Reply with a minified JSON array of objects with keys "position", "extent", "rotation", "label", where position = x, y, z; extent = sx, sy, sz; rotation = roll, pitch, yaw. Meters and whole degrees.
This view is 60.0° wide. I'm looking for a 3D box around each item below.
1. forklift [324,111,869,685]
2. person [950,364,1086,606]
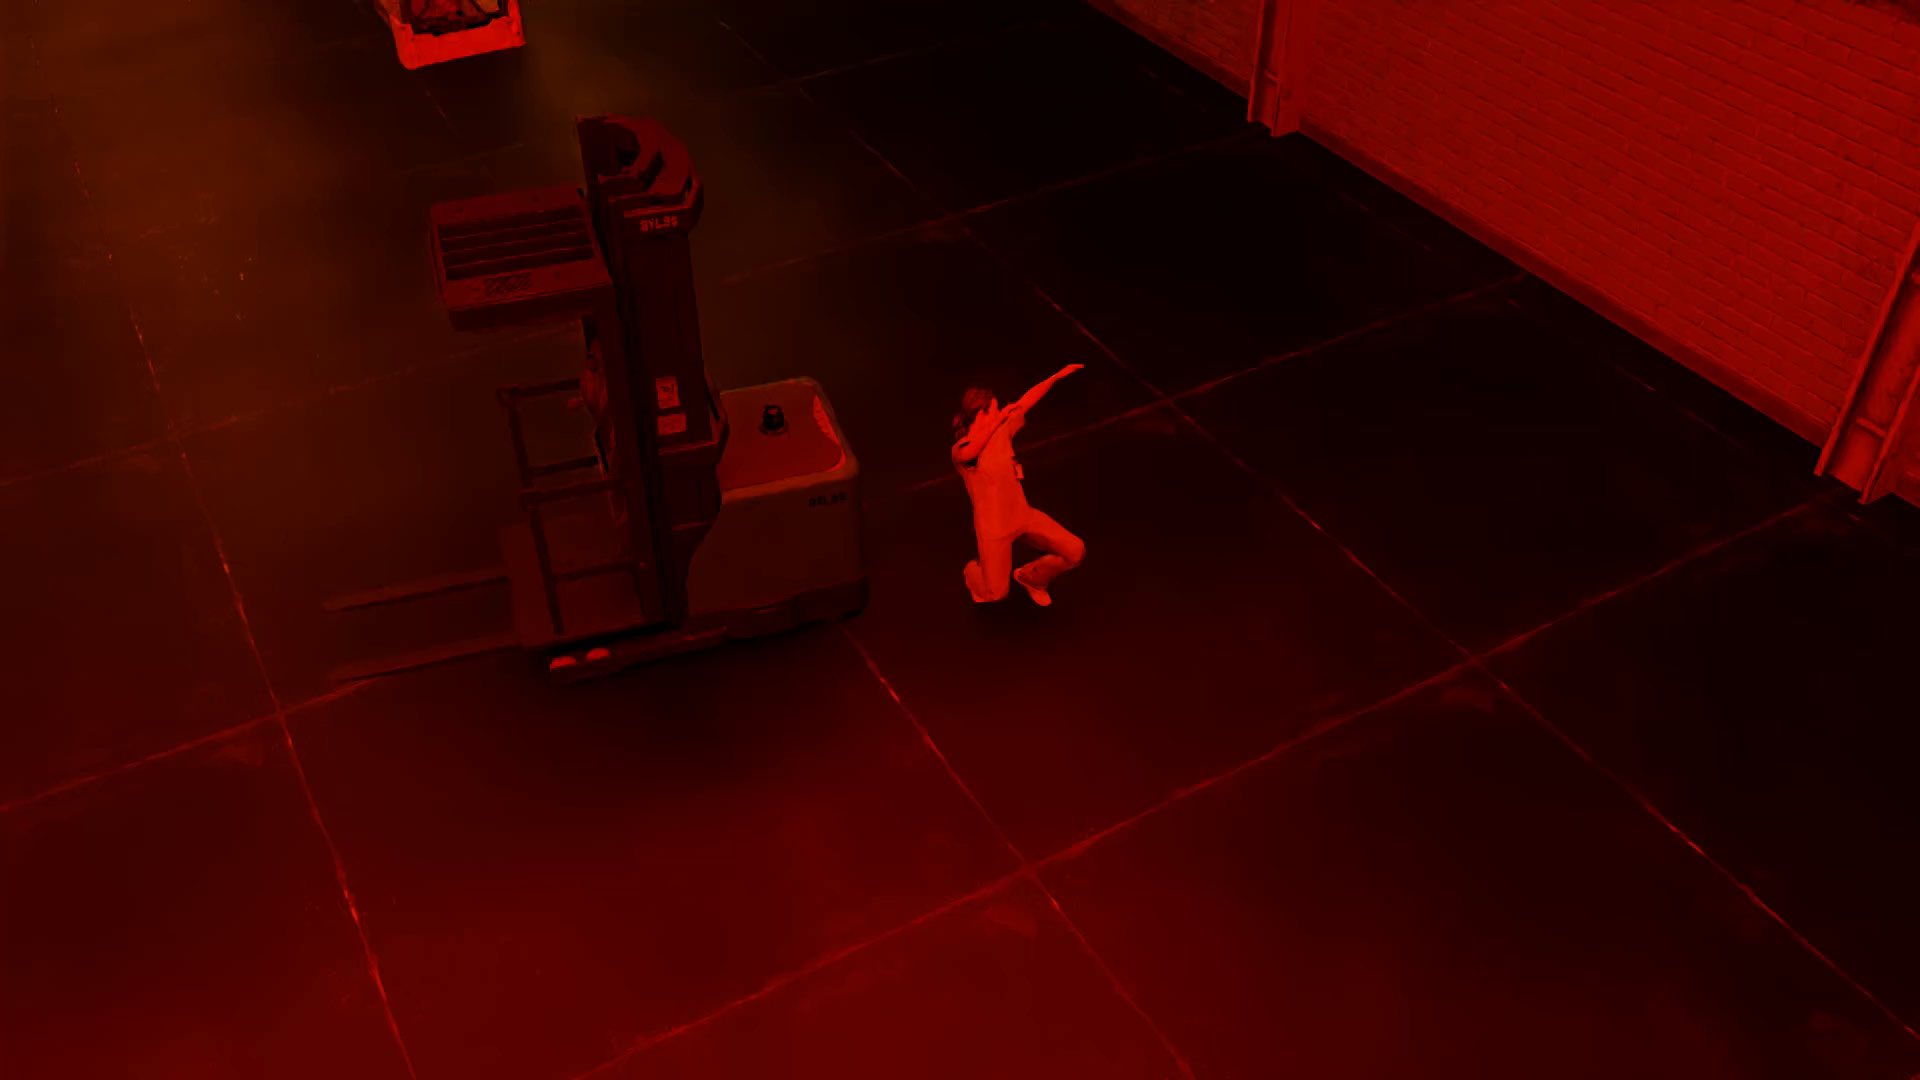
[{"position":[-2.110,-0.695,8.874],"extent":[3.031,2.935,1.130],"rotation":[-12,41,-14],"label":"forklift"},{"position":[0.407,-0.279,9.463],"extent":[0.969,1.561,0.787],"rotation":[-27,47,-29],"label":"person"}]
